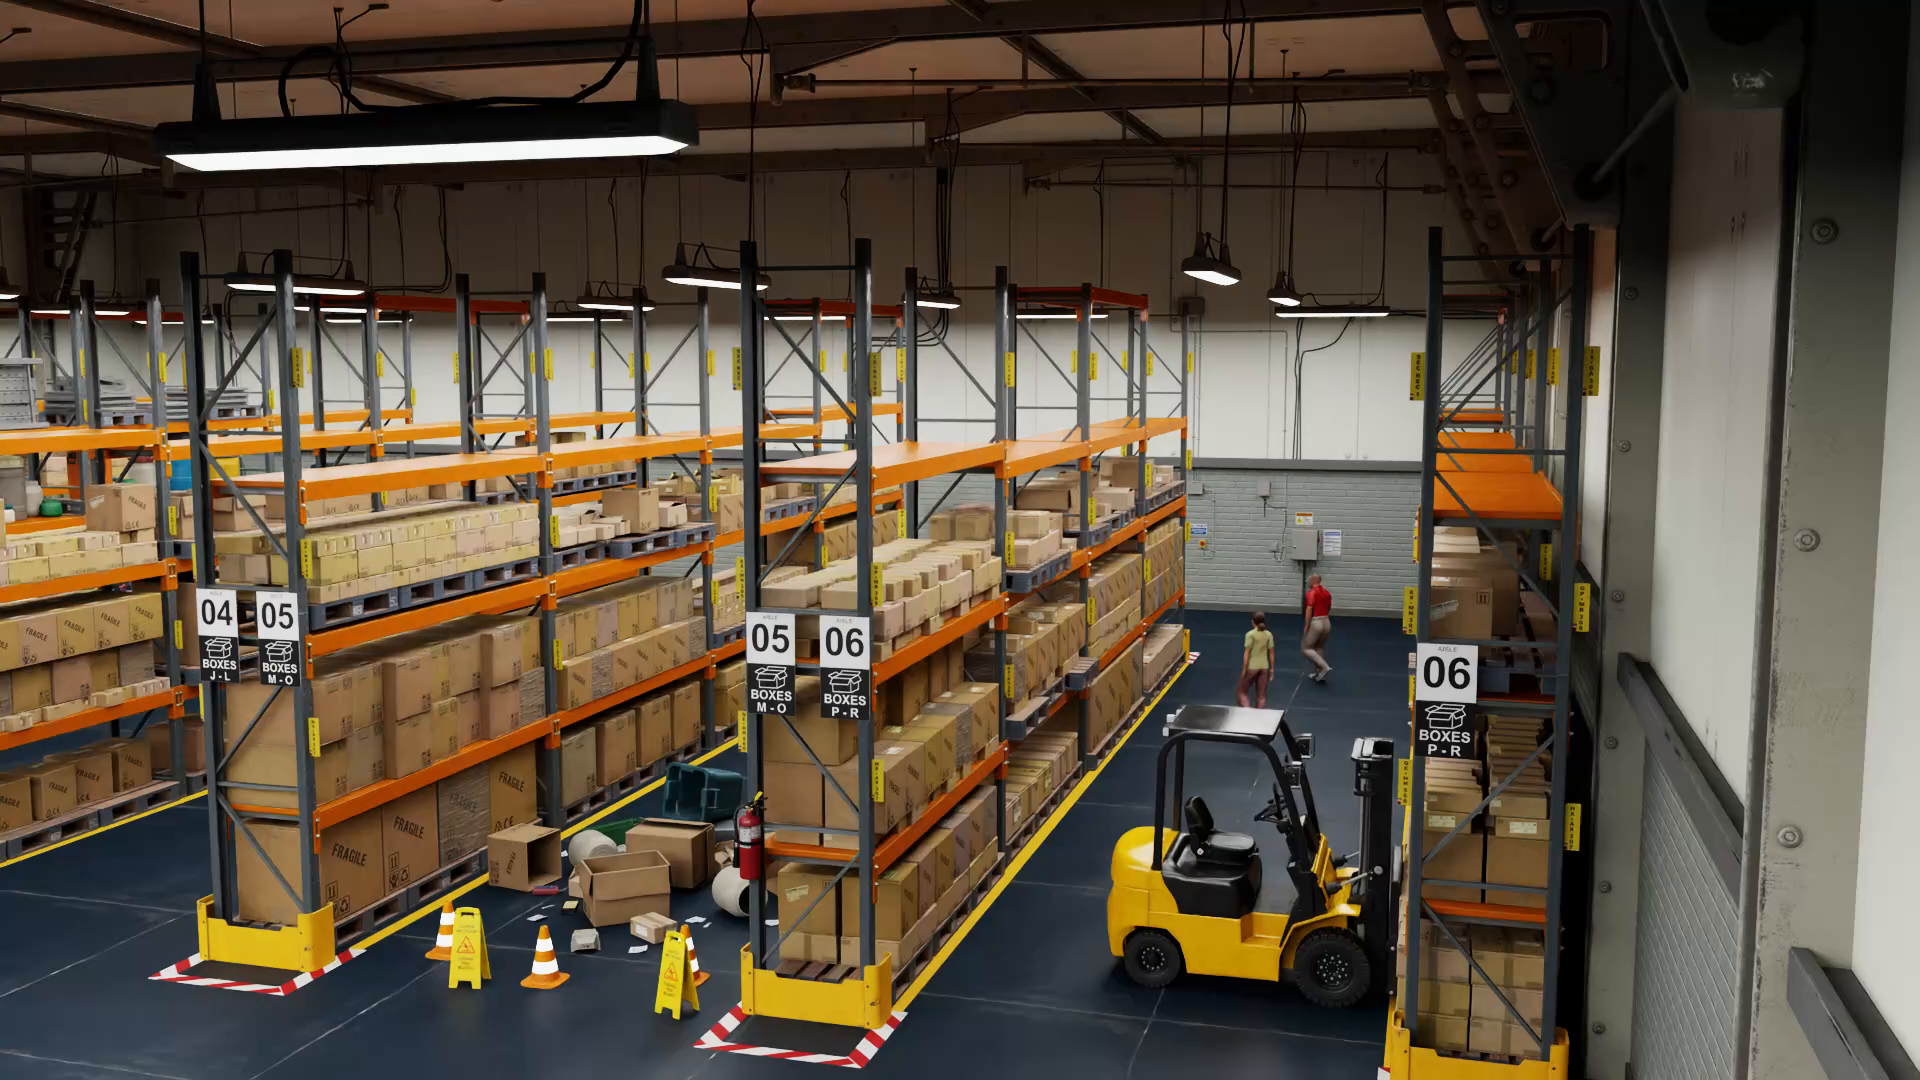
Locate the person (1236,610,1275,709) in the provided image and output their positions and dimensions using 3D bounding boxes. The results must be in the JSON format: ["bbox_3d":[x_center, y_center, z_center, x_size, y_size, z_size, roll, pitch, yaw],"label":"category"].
[{"bbox_3d":[4.056,1.798,22.761,0.491,1.681,0.399,-2,7,-14],"label":"person"}]

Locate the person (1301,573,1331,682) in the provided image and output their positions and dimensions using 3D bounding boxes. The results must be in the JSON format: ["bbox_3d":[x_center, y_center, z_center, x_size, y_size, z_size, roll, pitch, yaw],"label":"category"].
[{"bbox_3d":[5.679,1.384,26.306,0.615,1.705,0.633,-5,8,-37],"label":"person"}]
